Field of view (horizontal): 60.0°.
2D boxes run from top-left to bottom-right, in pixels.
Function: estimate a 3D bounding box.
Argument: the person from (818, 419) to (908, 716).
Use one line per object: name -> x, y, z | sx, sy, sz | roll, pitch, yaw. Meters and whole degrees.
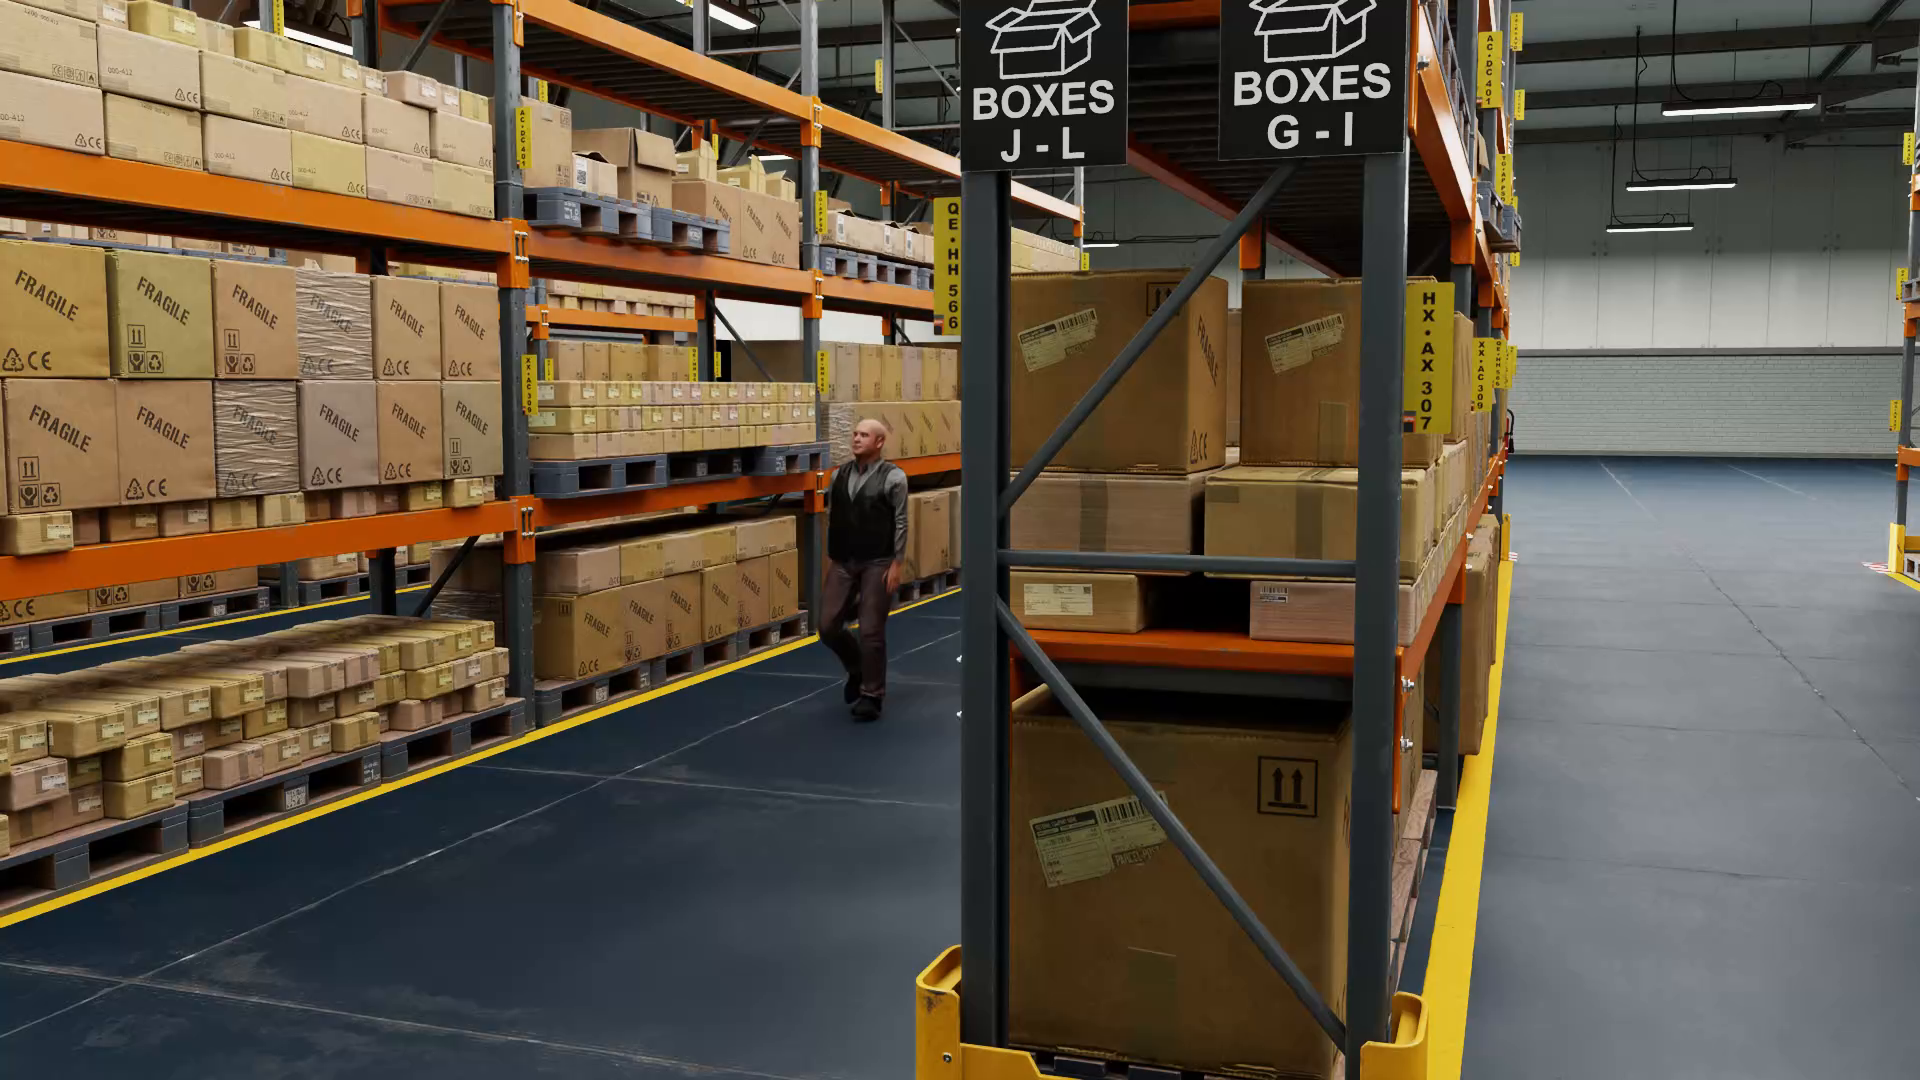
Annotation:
person -> -0.553, 0.150, 9.718 | 0.536, 1.711, 0.502 | 2, 6, 23
